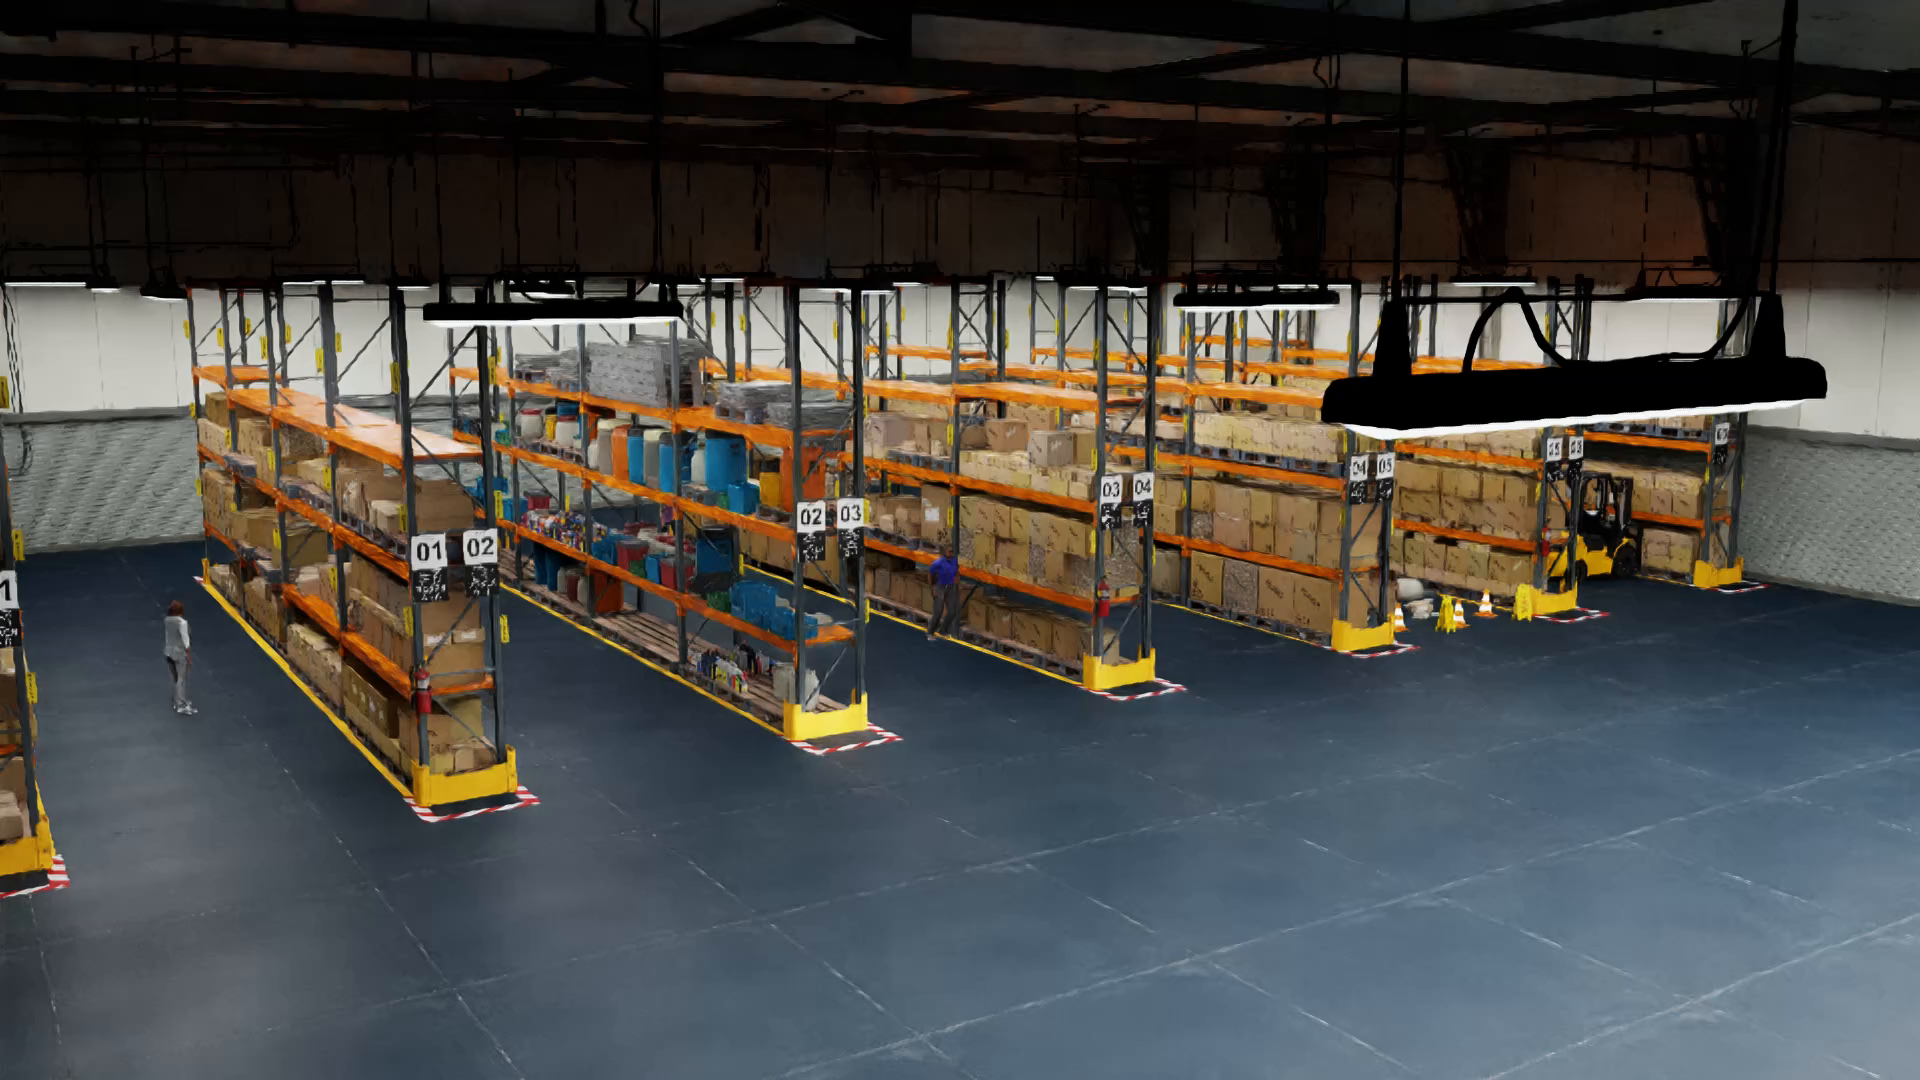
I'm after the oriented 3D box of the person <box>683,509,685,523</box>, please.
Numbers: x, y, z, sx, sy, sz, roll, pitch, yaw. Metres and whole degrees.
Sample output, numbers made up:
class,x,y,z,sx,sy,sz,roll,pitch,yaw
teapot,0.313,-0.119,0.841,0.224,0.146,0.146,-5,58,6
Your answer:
class,x,y,z,sx,sy,sz,roll,pitch,yaw
person,-6.311,-1.177,39.895,0.959,1.726,0.618,7,12,34

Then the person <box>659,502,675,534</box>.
class,x,y,z,sx,sy,sz,roll,pitch,yaw
person,-6.329,-0.462,36.110,0.417,1.517,1.036,-5,11,-29

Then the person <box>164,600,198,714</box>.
class,x,y,z,sx,sy,sz,roll,pitch,yaw
person,-10.977,1.629,23.431,0.505,1.603,0.417,5,11,28

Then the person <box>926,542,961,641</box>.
class,x,y,z,sx,sy,sz,roll,pitch,yaw
person,-0.263,0.821,26.709,0.592,1.589,0.518,-6,11,-34
